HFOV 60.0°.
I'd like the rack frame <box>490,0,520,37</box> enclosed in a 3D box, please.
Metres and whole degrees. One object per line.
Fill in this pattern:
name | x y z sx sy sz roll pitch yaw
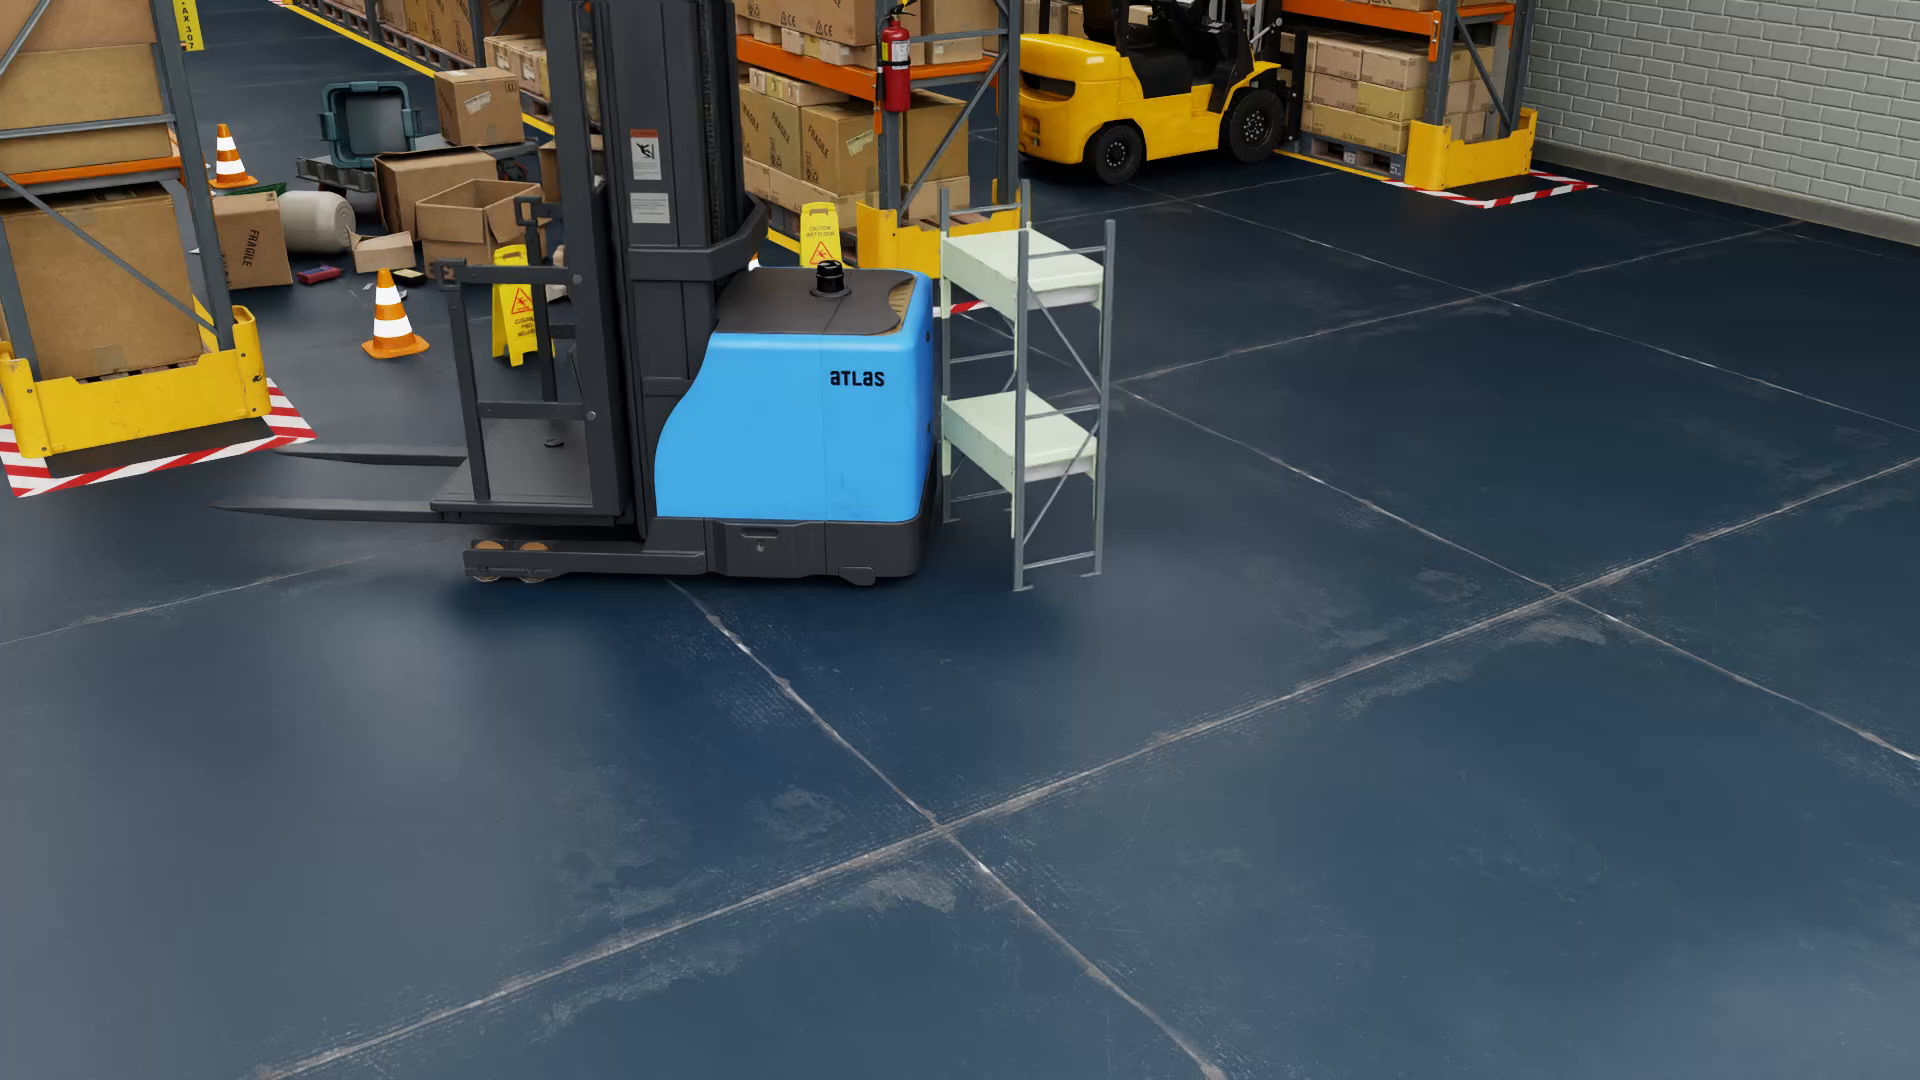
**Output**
rack frame | -4.430 -5.999 16.445 0.949 2.616 0.053 -16 29 -30

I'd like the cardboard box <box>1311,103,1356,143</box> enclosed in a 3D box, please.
cardboard box | 3.097 -4.584 14.259 1.003 1.888 2.032 -15 29 -29

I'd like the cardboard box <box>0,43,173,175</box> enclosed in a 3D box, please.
cardboard box | -4.399 -2.138 8.088 0.875 0.550 0.550 -16 29 -30

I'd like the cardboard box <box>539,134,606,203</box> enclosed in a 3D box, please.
cardboard box | -2.805 -2.738 12.462 0.500 0.500 0.500 3 25 6

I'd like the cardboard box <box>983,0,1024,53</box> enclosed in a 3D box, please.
cardboard box | 0.784 -5.574 17.833 0.875 0.625 0.625 -17 30 -32

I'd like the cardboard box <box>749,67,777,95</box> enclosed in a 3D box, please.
cardboard box | -1.256 -3.243 11.696 0.380 0.149 0.250 -14 29 -27

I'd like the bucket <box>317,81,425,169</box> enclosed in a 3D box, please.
bucket | -4.336 -3.074 12.302 0.726 0.611 0.620 -6 16 -12

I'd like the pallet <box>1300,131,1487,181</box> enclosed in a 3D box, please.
pallet | 3.638 -3.298 13.989 1.003 0.211 1.213 -16 29 -30

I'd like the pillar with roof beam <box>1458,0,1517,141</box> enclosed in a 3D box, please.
pillar with roof beam | 0.859 -6.464 10.402 9.100 9.000 0.400 -16 29 -30

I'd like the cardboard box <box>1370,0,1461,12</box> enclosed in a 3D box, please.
cardboard box | 3.602 -4.455 13.057 0.500 0.500 0.500 -16 30 -31

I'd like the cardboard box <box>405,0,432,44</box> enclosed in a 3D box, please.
cardboard box | -5.712 -6.134 18.727 0.875 0.875 0.875 -15 29 -28

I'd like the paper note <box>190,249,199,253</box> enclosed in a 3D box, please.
paper note | -5.216 -2.006 11.464 0.142 0.020 0.147 7 26 15

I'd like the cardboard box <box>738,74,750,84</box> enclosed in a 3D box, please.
cardboard box | -1.570 -3.205 12.376 0.500 0.500 0.500 -14 29 -27

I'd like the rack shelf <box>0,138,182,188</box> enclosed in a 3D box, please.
rack shelf | -5.250 -2.458 9.474 0.919 0.052 3.809 -16 29 -30

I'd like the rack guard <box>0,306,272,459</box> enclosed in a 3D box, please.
rack guard | -4.145 -0.809 8.377 1.175 0.500 0.348 -16 29 -30

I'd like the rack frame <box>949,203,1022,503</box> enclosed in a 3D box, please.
rack frame | 0.105 -0.786 7.159 0.380 1.308 0.010 -11 27 -22

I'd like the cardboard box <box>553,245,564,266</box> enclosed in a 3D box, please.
cardboard box | -2.474 -1.846 10.986 0.380 0.149 0.250 -1 25 -3

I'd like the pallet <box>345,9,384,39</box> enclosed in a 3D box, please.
pallet | -6.966 -6.459 20.684 1.003 0.211 1.213 -16 29 -30

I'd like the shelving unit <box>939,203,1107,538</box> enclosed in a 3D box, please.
shelving unit | 0.251 -0.645 6.860 0.431 1.308 0.731 -11 27 -22

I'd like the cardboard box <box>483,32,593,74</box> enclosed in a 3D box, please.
cardboard box | -4.133 -4.796 16.482 0.950 0.372 0.625 -18 31 -33

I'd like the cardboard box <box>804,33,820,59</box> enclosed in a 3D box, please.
cardboard box | -0.803 -3.269 10.955 0.380 0.149 0.250 -16 30 -30

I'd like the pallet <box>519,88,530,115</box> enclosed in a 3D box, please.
pallet | -4.008 -4.458 16.446 1.003 0.211 1.213 -16 29 -30

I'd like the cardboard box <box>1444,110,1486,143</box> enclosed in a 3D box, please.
cardboard box | 3.986 -3.463 13.801 0.500 0.250 0.500 -15 29 -29

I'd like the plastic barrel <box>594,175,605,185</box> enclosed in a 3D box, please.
plastic barrel | -2.462 -2.358 11.749 0.512 0.421 0.421 3 25 6

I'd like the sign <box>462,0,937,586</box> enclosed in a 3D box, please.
sign | -1.066 -1.307 6.707 2.177 2.768 2.025 -16 29 -30

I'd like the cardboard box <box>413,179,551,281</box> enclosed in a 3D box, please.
cardboard box | -3.146 -2.047 10.996 0.637 0.503 0.797 7 26 15

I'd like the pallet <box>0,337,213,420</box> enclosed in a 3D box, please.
pallet | -4.660 -0.954 9.024 1.003 0.211 1.213 -16 29 -30

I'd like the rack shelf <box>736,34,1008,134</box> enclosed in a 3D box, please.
rack shelf | -1.158 -3.527 12.051 1.077 0.370 4.000 -16 29 -30

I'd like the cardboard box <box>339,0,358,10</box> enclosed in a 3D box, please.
cardboard box | -7.359 -7.030 21.138 0.875 0.438 0.875 -17 30 -31

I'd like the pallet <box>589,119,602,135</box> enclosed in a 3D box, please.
pallet | -2.676 -3.585 14.597 1.003 0.211 1.213 -16 29 -30

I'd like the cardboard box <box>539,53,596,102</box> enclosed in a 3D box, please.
cardboard box | -3.314 -4.261 15.349 0.950 0.372 0.625 -14 29 -28

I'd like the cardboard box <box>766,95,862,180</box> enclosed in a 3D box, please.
cardboard box | -1.010 -2.835 11.591 0.500 0.500 0.500 -14 29 -28

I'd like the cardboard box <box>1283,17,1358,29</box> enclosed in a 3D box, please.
cardboard box | 3.173 -4.454 14.729 0.500 0.250 0.500 -16 30 -31

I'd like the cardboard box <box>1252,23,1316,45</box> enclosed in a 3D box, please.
cardboard box | 2.740 -4.328 14.463 0.500 0.250 0.500 -16 30 -31

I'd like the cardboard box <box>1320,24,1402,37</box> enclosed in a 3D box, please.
cardboard box | 3.447 -4.269 14.338 0.516 0.250 0.516 -17 30 -32

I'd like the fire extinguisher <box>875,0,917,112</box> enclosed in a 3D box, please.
fire extinguisher | -0.390 -2.954 10.084 0.296 0.674 0.183 -16 29 -30

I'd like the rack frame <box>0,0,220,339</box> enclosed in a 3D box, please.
rack frame | -4.161 -1.947 7.860 0.949 2.616 0.053 -16 29 -30

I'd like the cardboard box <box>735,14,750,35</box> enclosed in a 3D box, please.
cardboard box | -1.495 -3.724 11.918 0.380 0.149 0.250 -16 29 -30

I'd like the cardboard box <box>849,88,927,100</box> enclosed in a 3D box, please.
cardboard box | -0.577 -2.970 11.879 0.500 0.500 0.500 -17 30 -31

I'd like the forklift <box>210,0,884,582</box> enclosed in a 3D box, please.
forklift | -1.644 -1.371 6.722 3.031 2.935 1.121 2 25 3

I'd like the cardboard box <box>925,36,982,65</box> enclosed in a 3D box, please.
cardboard box | -0.078 -3.193 10.795 0.380 0.149 0.250 -15 29 -29

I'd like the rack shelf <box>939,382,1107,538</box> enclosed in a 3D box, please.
rack shelf | 0.253 -0.349 6.995 0.431 0.370 0.720 -11 27 -22

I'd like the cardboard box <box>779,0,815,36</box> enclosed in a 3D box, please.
cardboard box | -0.863 -3.627 10.954 0.500 0.500 0.500 -15 29 -29

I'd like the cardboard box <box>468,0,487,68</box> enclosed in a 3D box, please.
cardboard box | -12.976 -2.049 7.713 26.055 3.310 5.793 -17 30 -32
